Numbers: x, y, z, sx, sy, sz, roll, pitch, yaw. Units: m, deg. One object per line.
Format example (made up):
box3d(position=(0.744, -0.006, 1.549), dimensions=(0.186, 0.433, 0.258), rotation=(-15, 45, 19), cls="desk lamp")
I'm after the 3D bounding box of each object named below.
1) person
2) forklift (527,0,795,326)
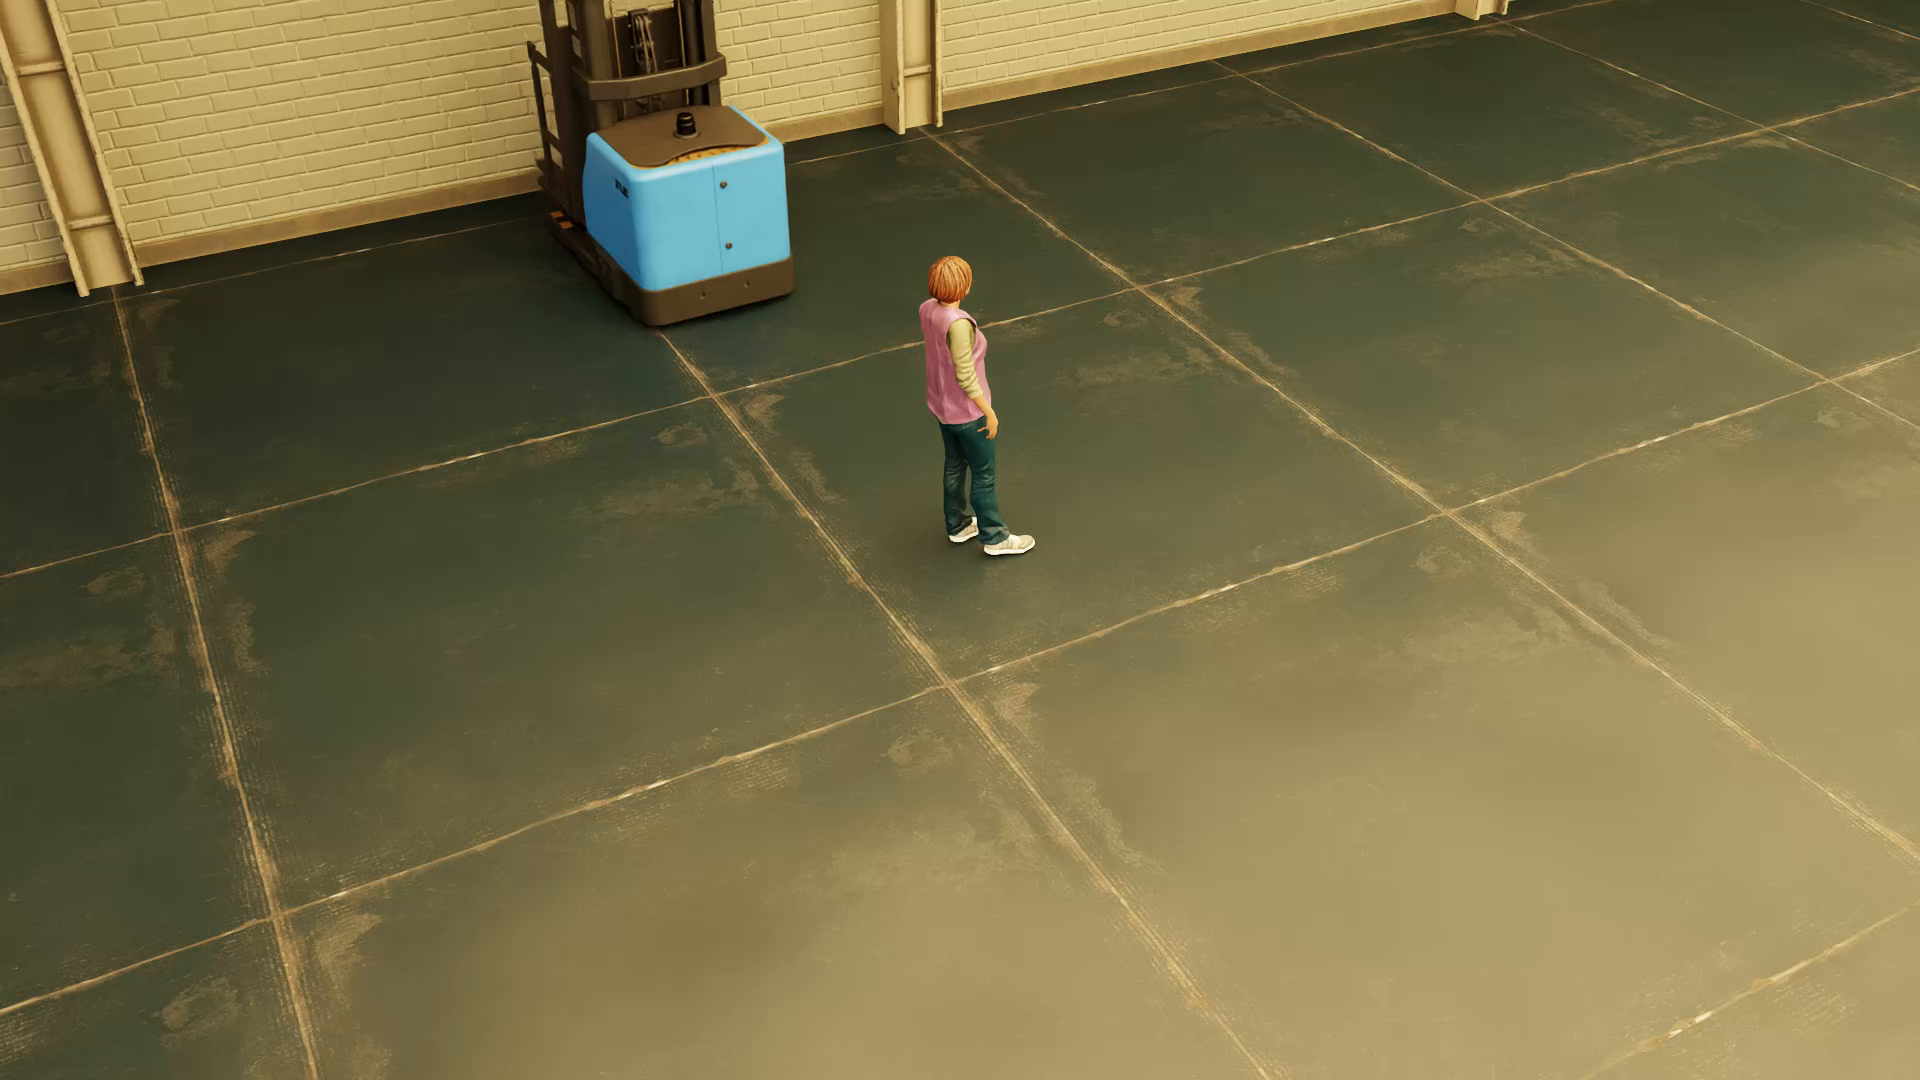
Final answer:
box3d(position=(0.073, -0.671, 8.215), dimensions=(0.473, 1.599, 0.520), rotation=(-17, 39, -23), cls="person")
box3d(position=(-2.257, -3.365, 10.883), dimensions=(1.130, 2.935, 3.031), rotation=(-19, 39, -24), cls="forklift")
